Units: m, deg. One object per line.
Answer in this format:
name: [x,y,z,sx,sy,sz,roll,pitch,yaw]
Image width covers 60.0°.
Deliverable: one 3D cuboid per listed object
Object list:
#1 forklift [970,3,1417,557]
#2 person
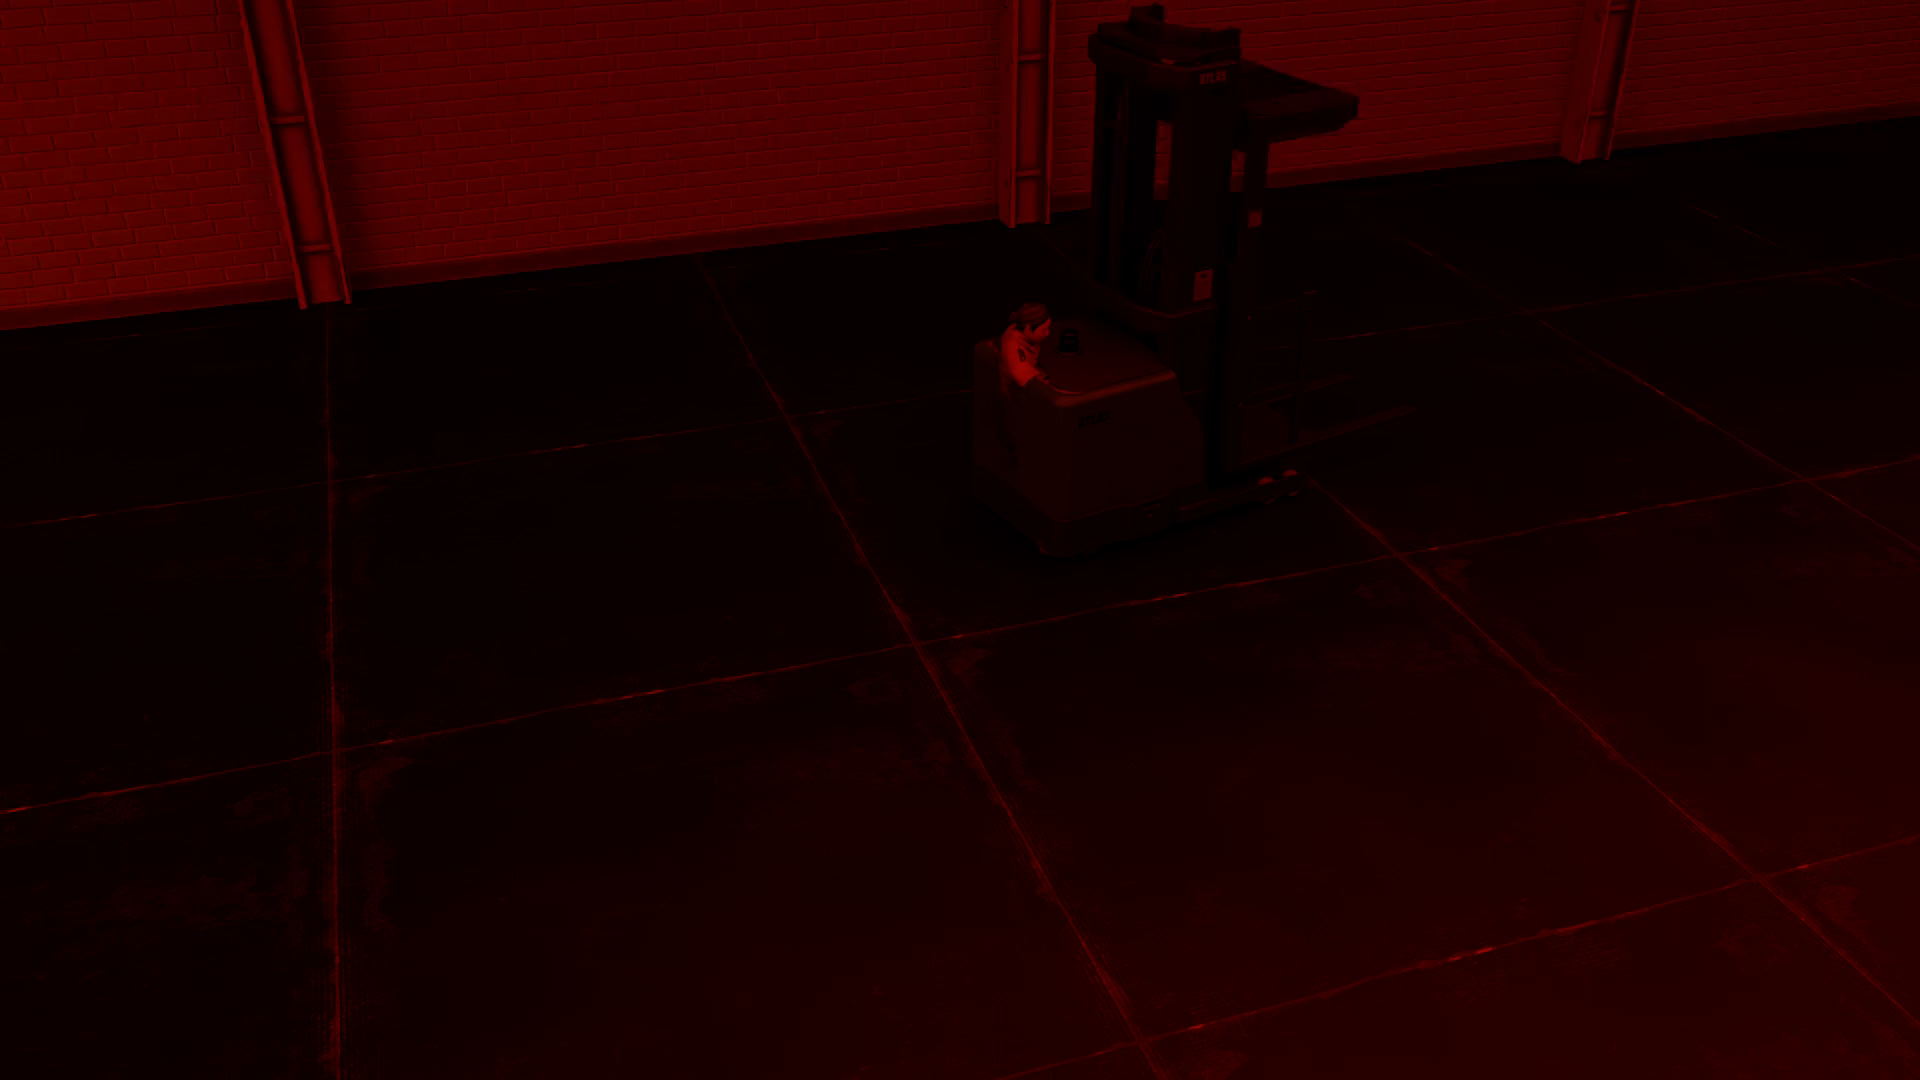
forklift: [1.590,-1.705,10.051,3.031,2.935,1.130,-17,34,-27]
person: [0.559,-0.746,9.859,0.705,1.451,0.872,2,30,4]
